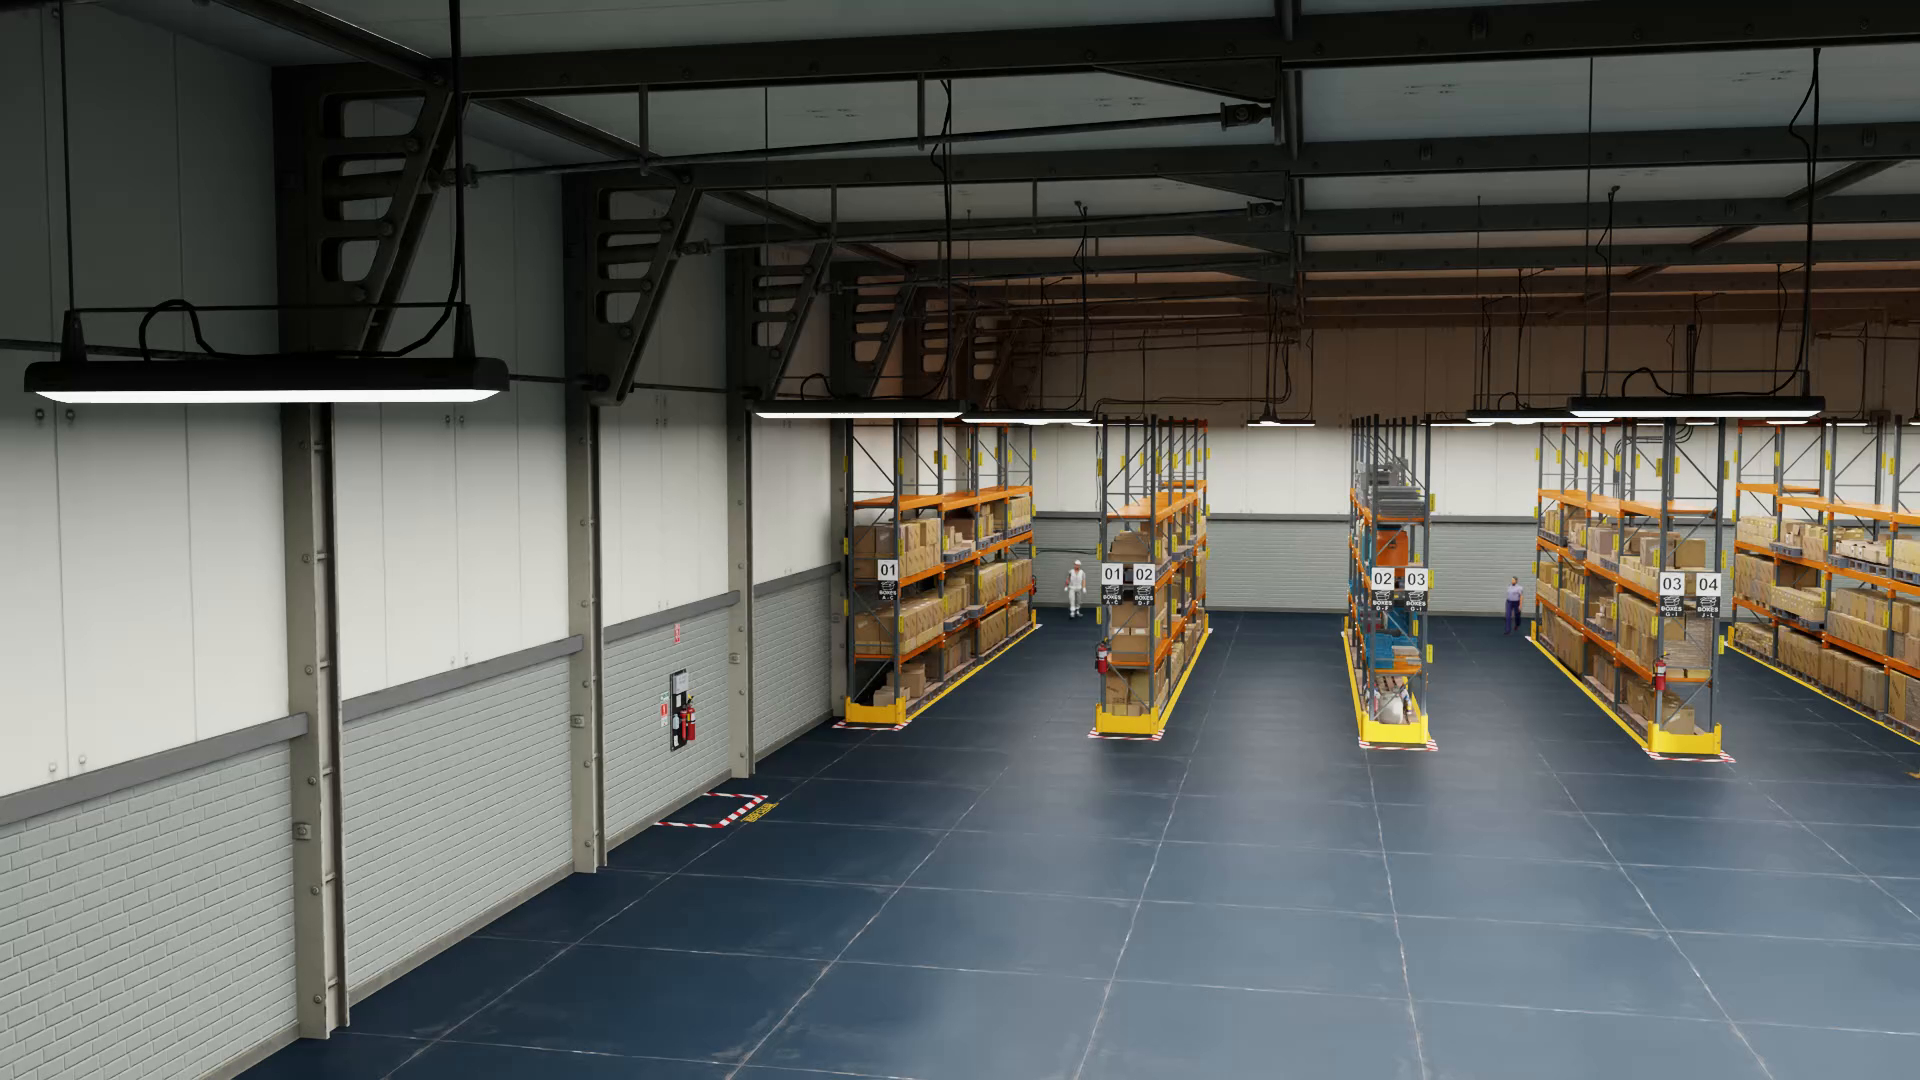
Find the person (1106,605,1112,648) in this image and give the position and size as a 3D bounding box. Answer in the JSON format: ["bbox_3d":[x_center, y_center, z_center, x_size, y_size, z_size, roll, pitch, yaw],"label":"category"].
[{"bbox_3d":[3.987,1.937,43.581,0.616,1.761,0.570,0,4,2],"label":"person"}]

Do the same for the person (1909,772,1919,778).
[{"bbox_3d":[16.034,3.052,26.963,1.062,1.753,0.507,-1,4,-11],"label":"person"}]

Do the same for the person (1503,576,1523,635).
[{"bbox_3d":[15.485,1.814,46.537,0.490,1.608,0.932,1,4,19],"label":"person"}]

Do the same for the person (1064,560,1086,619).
[{"bbox_3d":[3.490,1.497,50.303,0.640,1.761,0.918,-1,4,-11],"label":"person"}]
